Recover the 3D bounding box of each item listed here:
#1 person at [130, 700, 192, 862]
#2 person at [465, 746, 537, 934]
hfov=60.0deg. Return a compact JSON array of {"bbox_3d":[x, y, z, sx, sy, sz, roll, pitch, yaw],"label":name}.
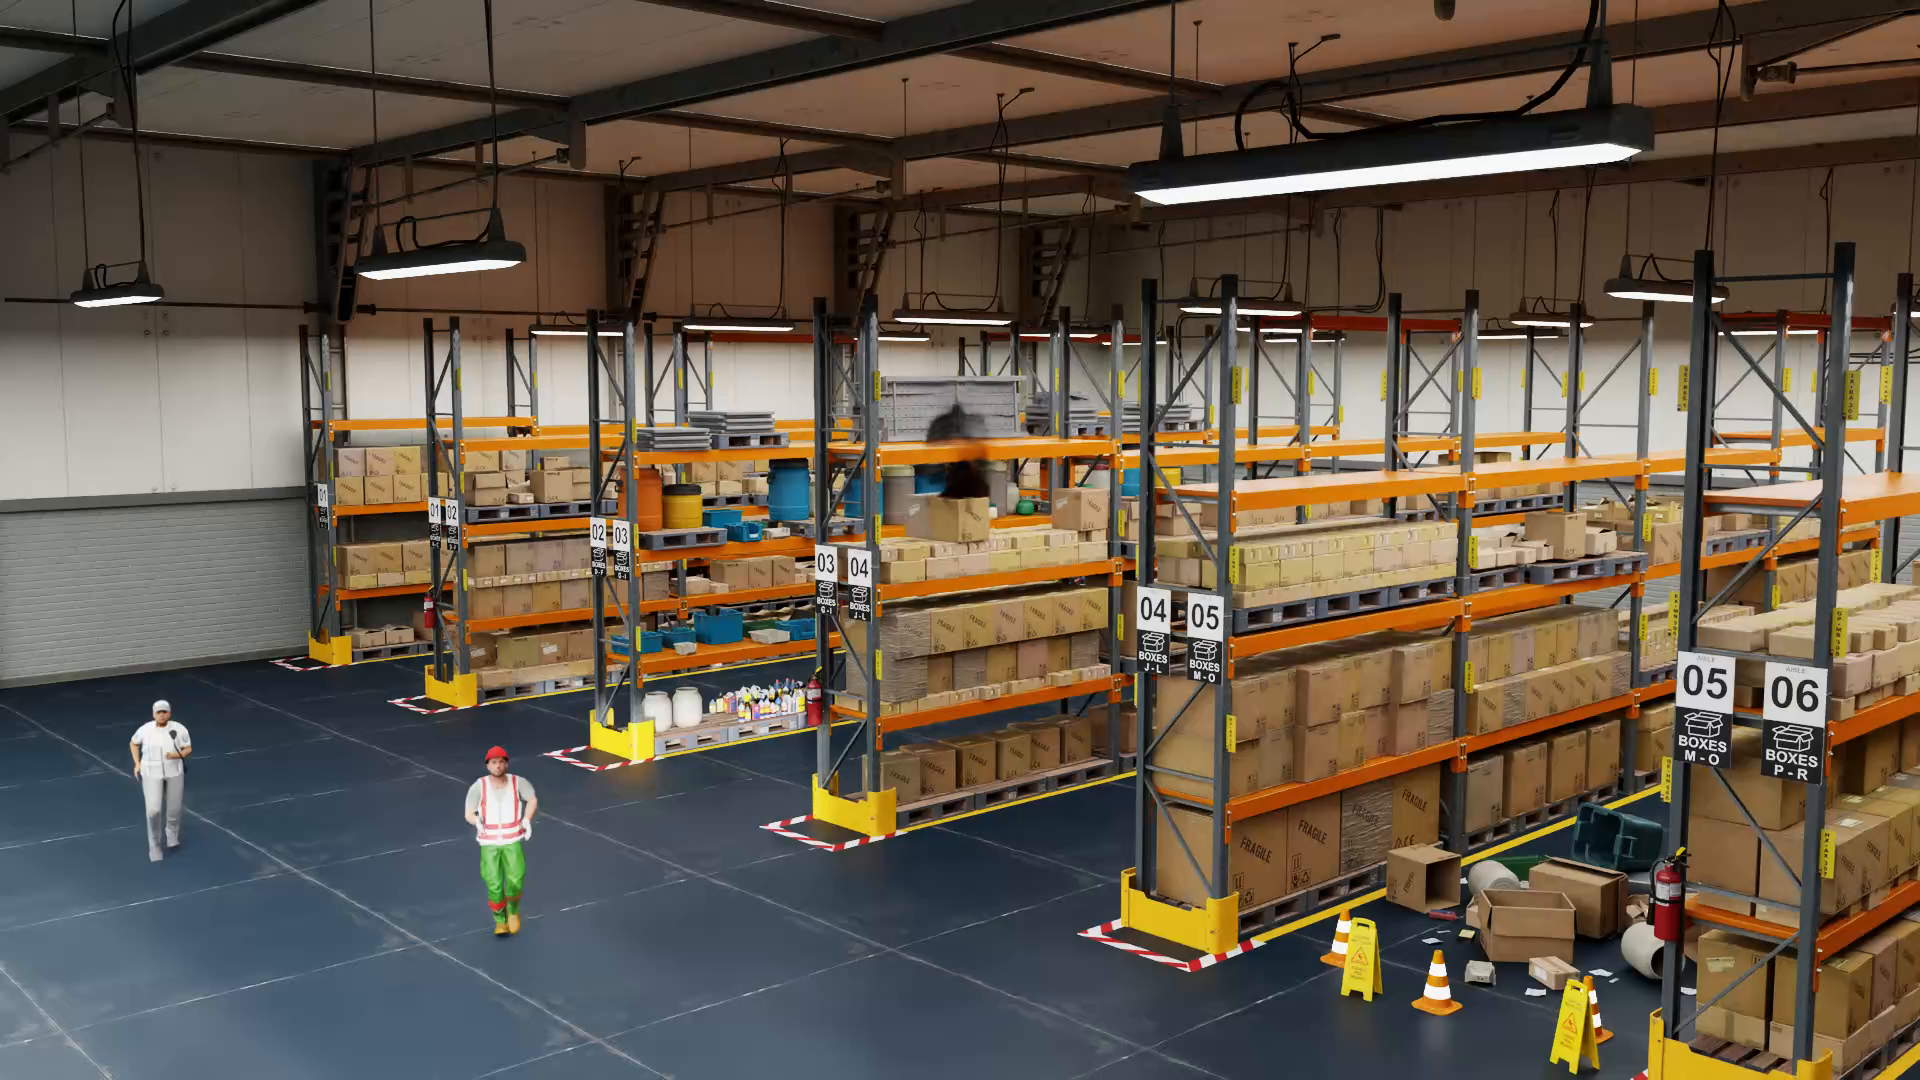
[{"bbox_3d":[-8.510,2.558,17.763,0.574,1.715,0.718,-3,7,-30],"label":"person"},{"bbox_3d":[-4.162,2.756,15.110,0.640,1.750,0.604,-2,6,-15],"label":"person"}]
